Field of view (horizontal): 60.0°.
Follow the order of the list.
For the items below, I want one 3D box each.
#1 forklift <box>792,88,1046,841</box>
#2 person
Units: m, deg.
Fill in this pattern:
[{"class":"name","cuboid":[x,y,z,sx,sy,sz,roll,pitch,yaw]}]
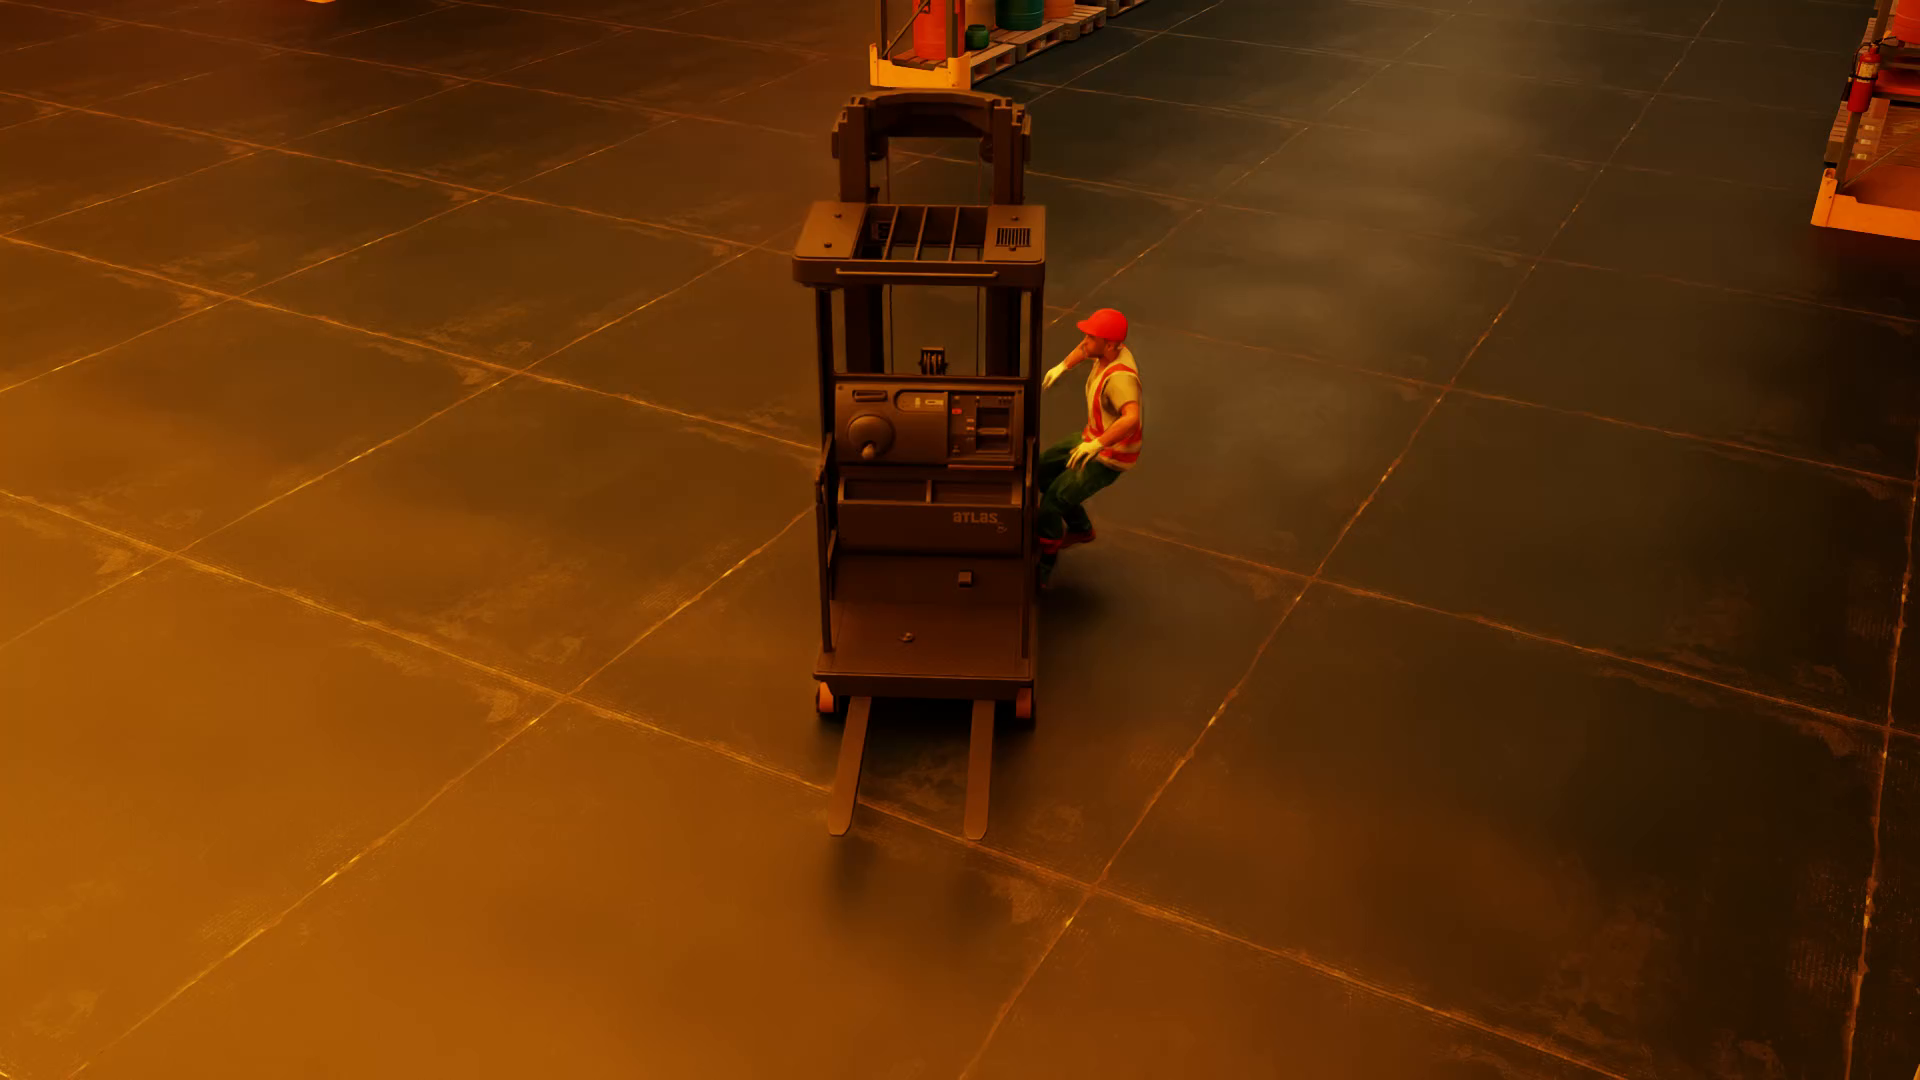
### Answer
[{"class":"forklift","cuboid":[-0.158,-0.527,7.983,1.130,2.935,3.031,1,30,3]},{"class":"person","cuboid":[0.594,-0.511,9.275,0.829,1.627,1.105,-2,30,-4]}]
